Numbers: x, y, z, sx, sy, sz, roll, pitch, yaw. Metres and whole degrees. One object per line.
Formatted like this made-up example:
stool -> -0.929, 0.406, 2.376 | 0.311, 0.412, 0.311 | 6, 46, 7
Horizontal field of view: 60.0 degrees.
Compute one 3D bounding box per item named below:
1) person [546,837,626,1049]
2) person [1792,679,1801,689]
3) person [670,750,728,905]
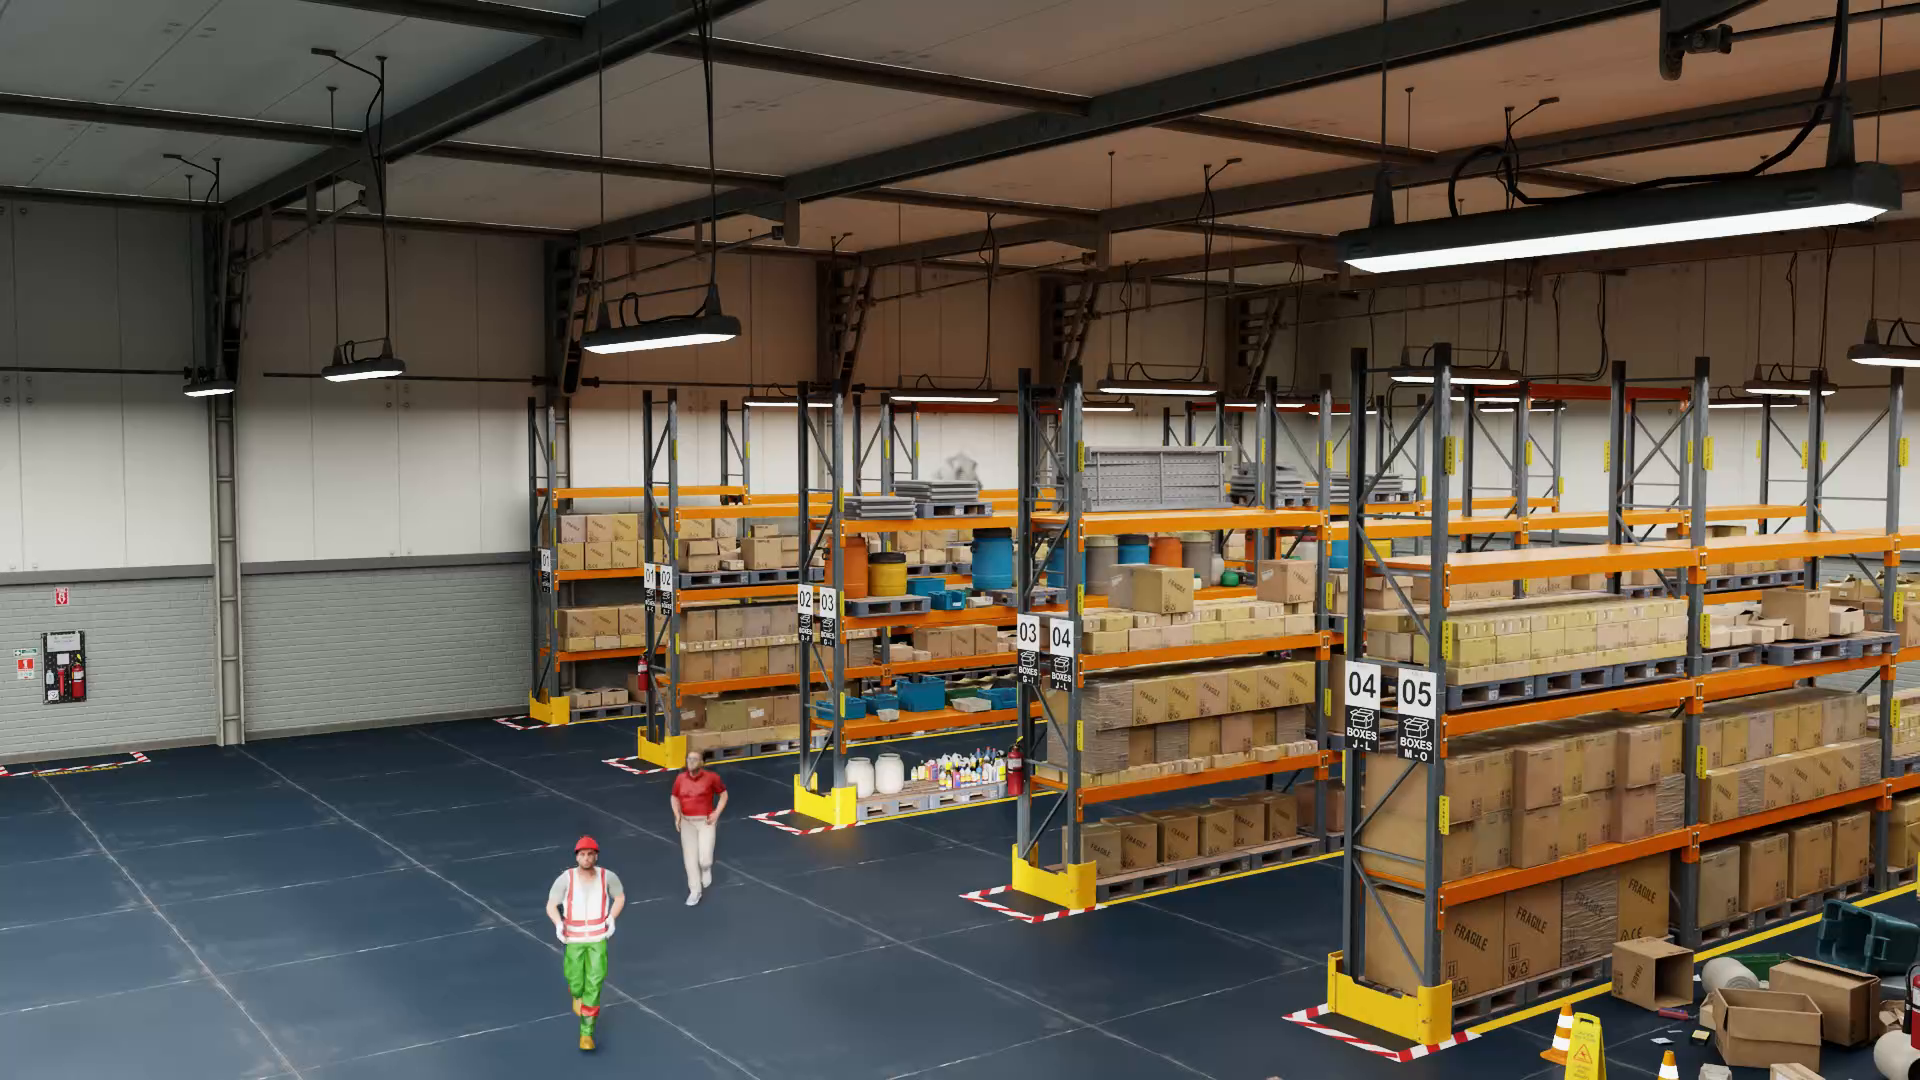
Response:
person -> -3.217, 3.432, 14.349 | 0.674, 1.757, 0.806 | -1, 3, -15
person -> 12.545, 2.869, 24.920 | 0.798, 1.612, 0.533 | -3, 5, -43
person -> -2.956, 3.222, 18.804 | 0.658, 1.696, 0.612 | 0, 3, 3
